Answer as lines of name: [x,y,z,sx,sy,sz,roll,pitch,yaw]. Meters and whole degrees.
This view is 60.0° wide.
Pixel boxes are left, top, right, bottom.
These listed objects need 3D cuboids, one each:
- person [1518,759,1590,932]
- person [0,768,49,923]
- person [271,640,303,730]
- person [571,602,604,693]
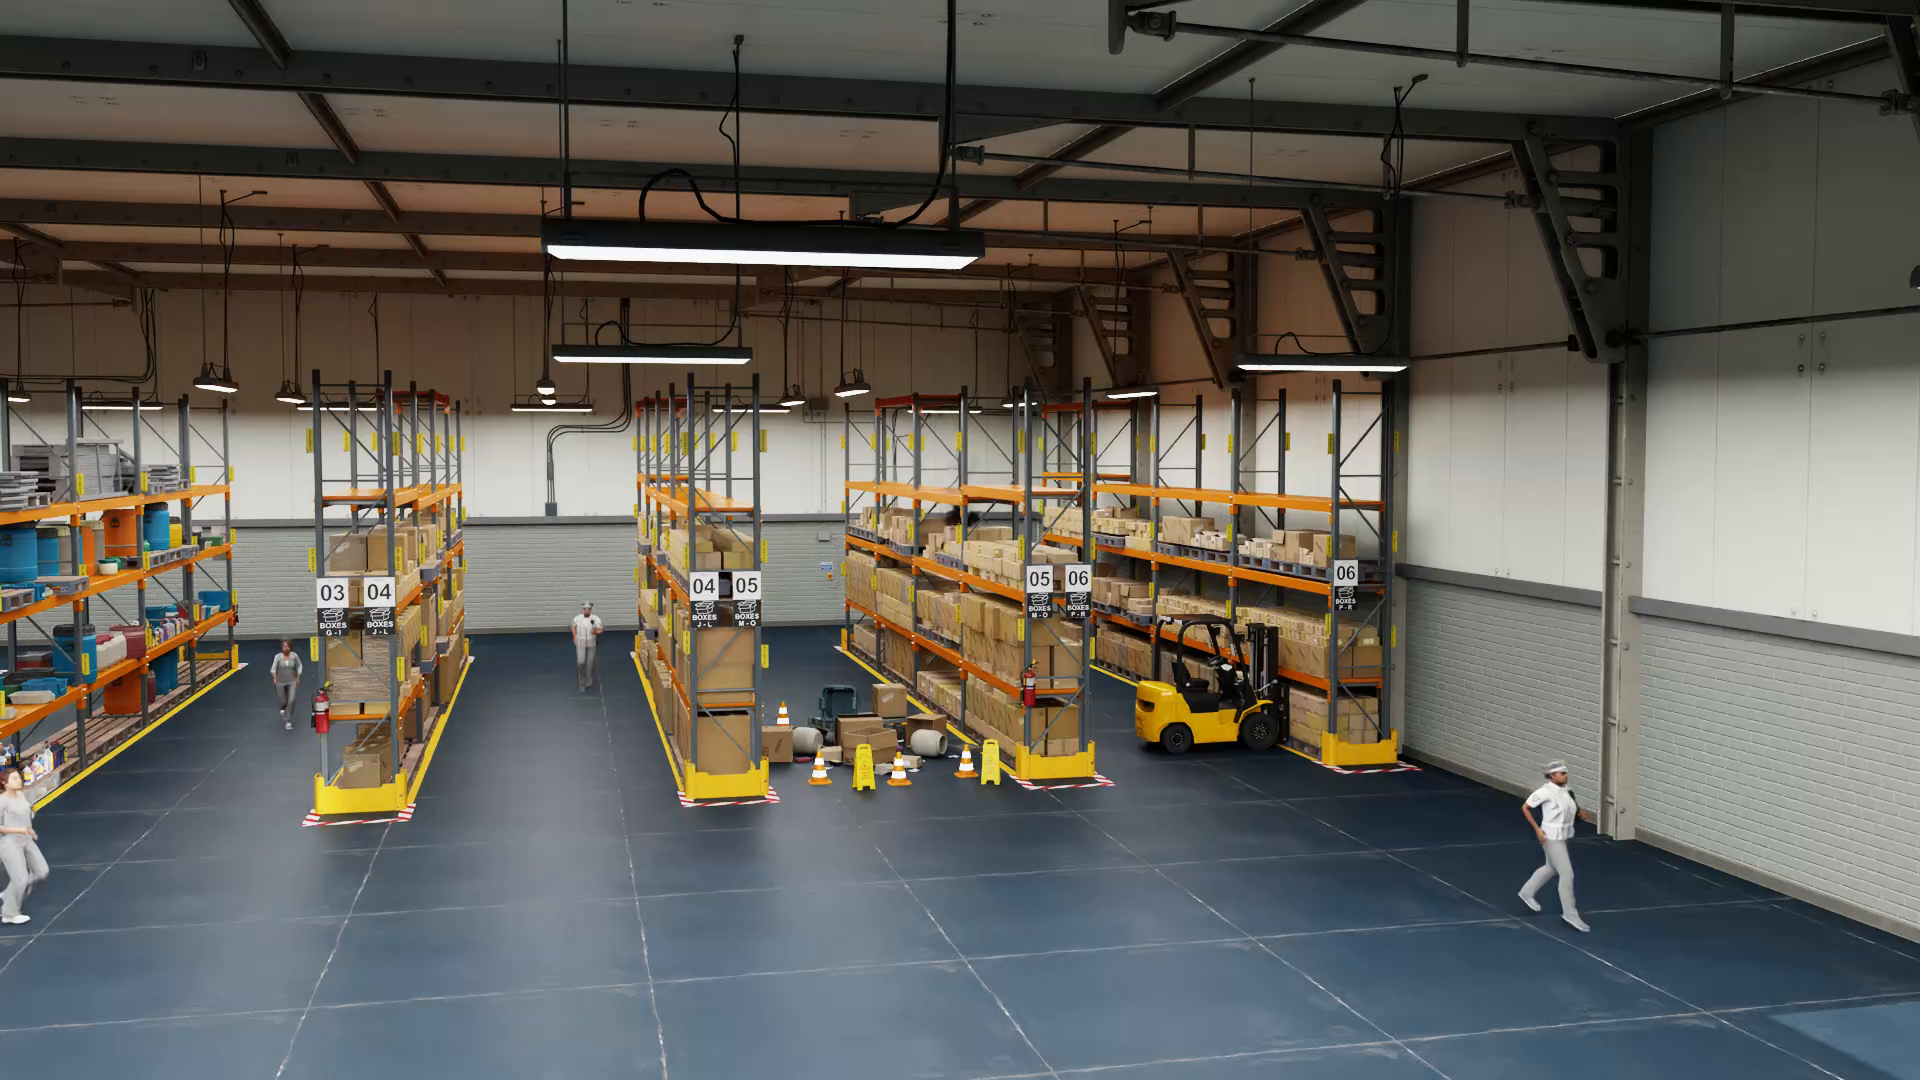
person: [6.214,3.138,17.362,0.548,1.727,0.851,-3,5,-44]
person: [-9.796,3.180,17.322,0.564,1.625,0.557,1,3,10]
person: [-11.882,2.536,29.366,0.527,1.562,0.694,-1,4,-24]
person: [-7.589,2.164,33.877,0.647,1.844,0.851,-1,3,-12]
